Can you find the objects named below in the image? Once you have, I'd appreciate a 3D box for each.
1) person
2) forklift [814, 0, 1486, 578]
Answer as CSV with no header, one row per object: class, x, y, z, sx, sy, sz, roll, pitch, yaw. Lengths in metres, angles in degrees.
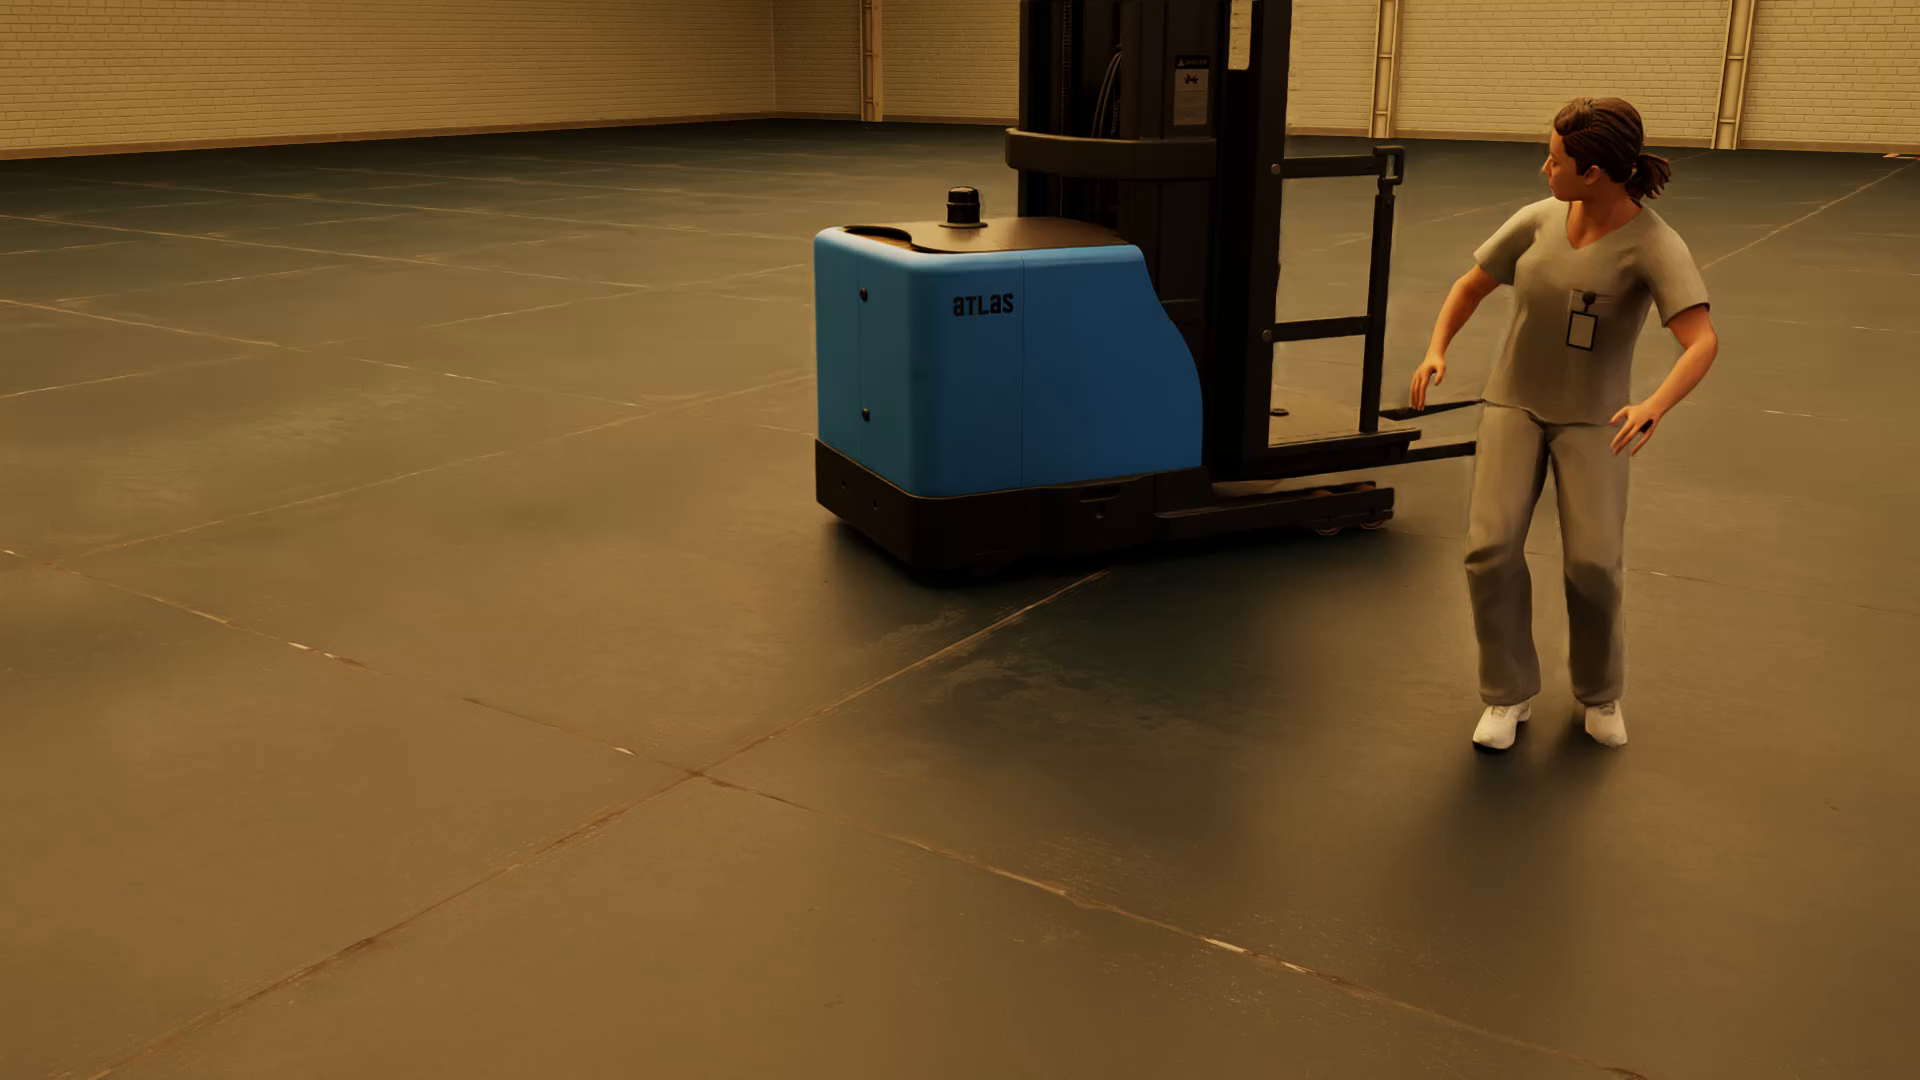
person,1.452,-0.255,4.064,0.682,1.600,0.622,11,20,32
forklift,1.025,-1.546,6.003,3.031,2.935,1.130,-8,18,-24
